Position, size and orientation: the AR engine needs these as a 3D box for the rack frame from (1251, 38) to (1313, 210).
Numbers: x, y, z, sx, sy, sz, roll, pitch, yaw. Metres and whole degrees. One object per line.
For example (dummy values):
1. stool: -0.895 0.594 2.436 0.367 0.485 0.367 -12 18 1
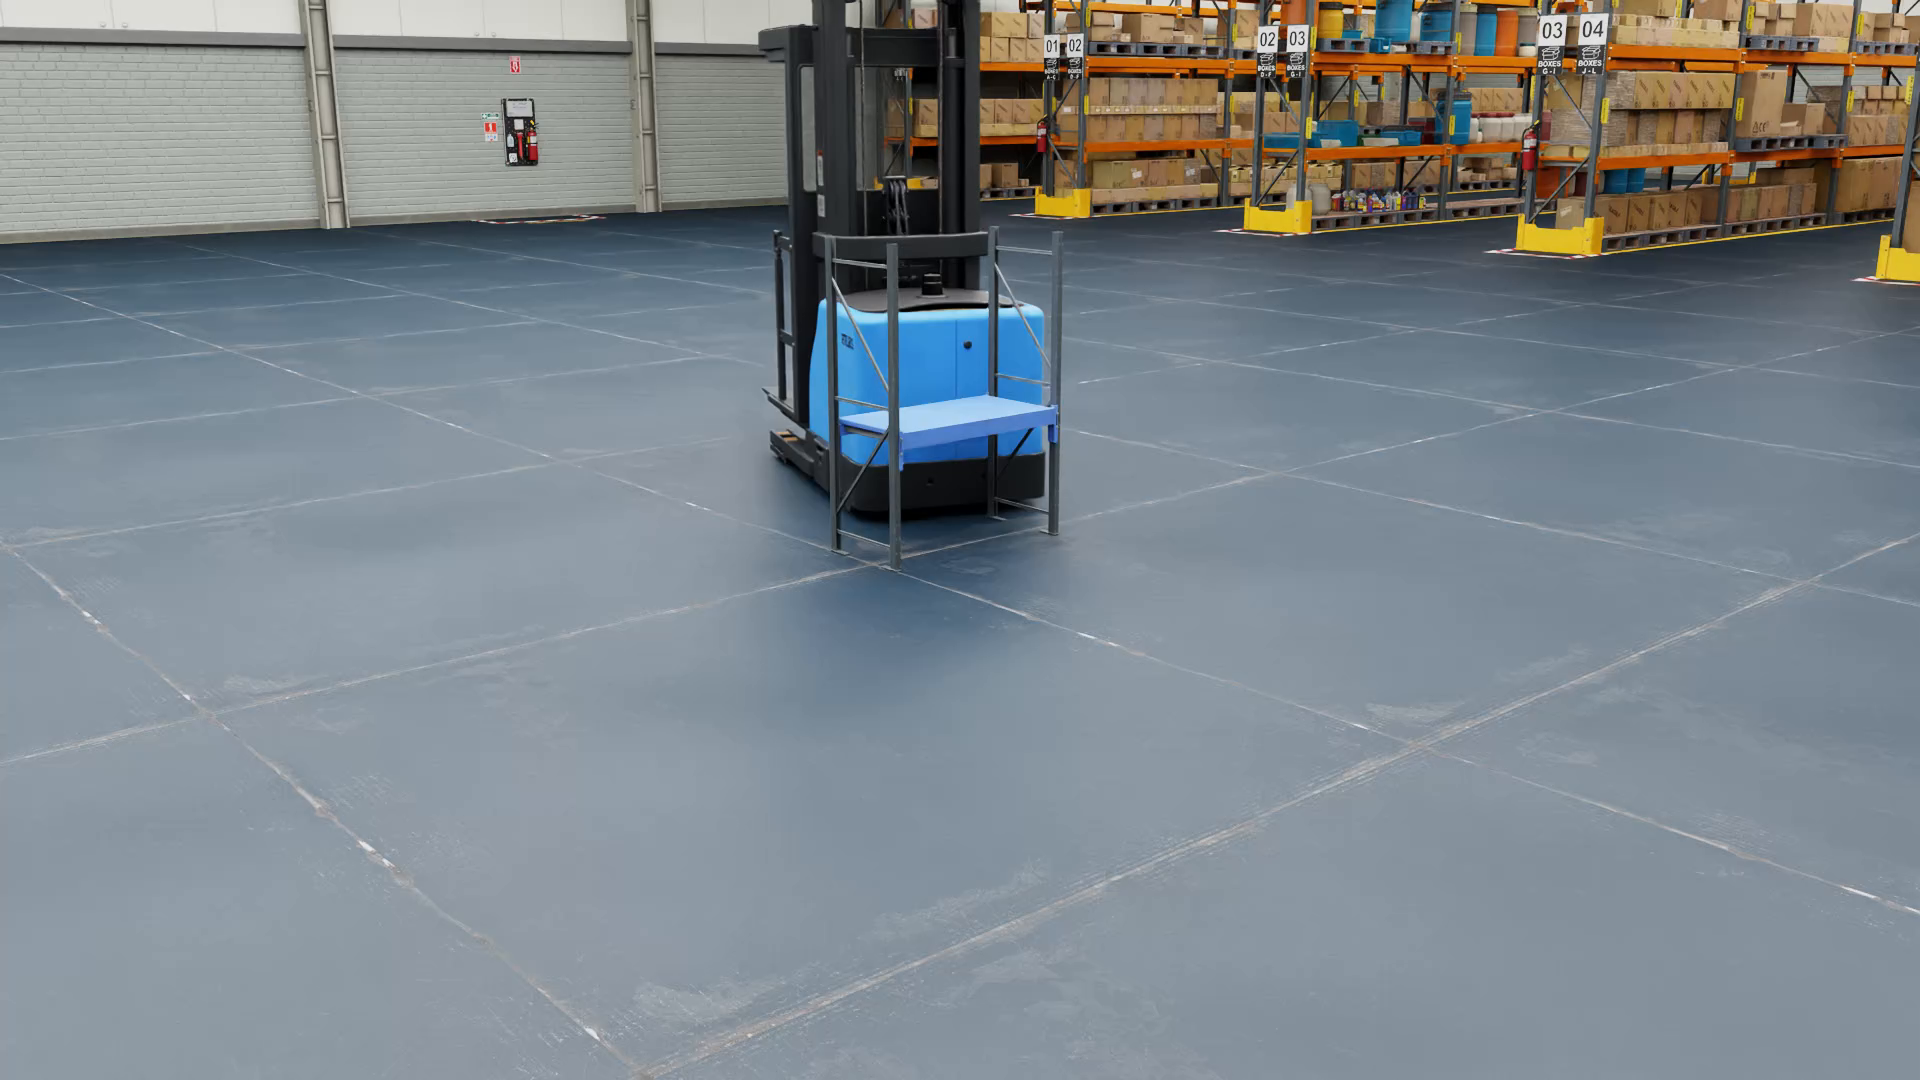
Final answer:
1. rack frame: 5.154 -6.486 26.719 0.127 3.000 1.000 -13 19 -39

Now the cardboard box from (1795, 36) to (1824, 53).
1. cardboard box: 13.497 -7.954 26.693 0.500 0.250 0.500 -12 19 -38

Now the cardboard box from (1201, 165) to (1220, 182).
1. cardboard box: 5.040 -7.398 33.562 0.500 0.311 0.500 -13 19 -39

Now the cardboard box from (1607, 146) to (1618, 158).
1. cardboard box: 8.978 -5.441 23.293 0.250 0.149 0.380 -13 19 -39

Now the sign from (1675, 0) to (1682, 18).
1. sign: 11.056 -8.196 25.543 0.005 0.325 0.100 -13 19 -39

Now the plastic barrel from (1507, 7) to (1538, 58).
1. plastic barrel: 10.427 -9.435 30.978 0.600 0.901 0.600 0 15 0

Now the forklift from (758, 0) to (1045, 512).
1. forklift: -0.516 -1.897 9.671 1.130 2.935 3.031 -5 16 -19

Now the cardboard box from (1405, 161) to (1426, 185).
1. cardboard box: 10.017 -8.182 37.060 0.500 0.500 0.500 -12 19 -39

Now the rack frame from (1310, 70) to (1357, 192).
1. rack frame: 7.940 -8.806 35.405 0.127 3.000 1.000 -13 19 -39

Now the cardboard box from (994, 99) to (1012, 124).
1. cardboard box: 0.755 -9.082 35.238 0.500 0.500 0.500 -13 20 -41

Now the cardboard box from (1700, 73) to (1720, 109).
1. cardboard box: 10.888 -6.659 24.661 0.500 0.500 0.500 -13 19 -39

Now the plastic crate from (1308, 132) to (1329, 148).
1. plastic crate: 5.829 -6.666 27.681 0.408 0.251 0.499 -13 19 -39

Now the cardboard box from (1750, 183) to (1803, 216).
1. cardboard box: 13.538 -5.668 27.647 0.700 0.500 0.500 14 20 42

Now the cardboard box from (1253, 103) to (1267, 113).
1. cardboard box: 7.142 -10.433 40.688 0.500 0.500 0.500 -12 19 -39

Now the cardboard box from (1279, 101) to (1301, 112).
1. cardboard box: 8.123 -10.681 41.843 0.700 0.700 0.980 -12 19 -39

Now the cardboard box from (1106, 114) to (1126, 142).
1. cardboard box: 2.659 -7.665 30.941 0.500 0.500 0.700 -12 19 -38

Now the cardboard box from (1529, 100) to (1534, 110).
1. cardboard box: 13.439 -10.478 39.533 0.500 0.500 0.500 -12 19 -38

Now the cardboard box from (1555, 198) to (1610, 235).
1. cardboard box: 8.887 -4.619 23.761 0.500 0.500 0.500 -9 17 -29

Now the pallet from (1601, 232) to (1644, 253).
1. pallet: 9.099 -4.318 24.006 1.213 0.211 1.003 -13 19 -39

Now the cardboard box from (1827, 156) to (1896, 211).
1. cardboard box: 15.652 -6.315 29.384 0.875 0.875 1.225 -13 19 -39

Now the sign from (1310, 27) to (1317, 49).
1. sign: 5.512 -7.831 25.927 0.005 0.325 0.100 -13 19 -39

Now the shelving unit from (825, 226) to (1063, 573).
1. shelving unit: -0.064 -0.710 8.002 1.048 1.500 0.538 -13 19 -39

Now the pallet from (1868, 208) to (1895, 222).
1. pallet: 16.004 -5.854 29.757 1.213 0.211 1.003 -13 19 -39

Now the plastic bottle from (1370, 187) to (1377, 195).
1. plastic bottle: 7.290 -6.040 29.331 0.185 0.351 0.144 -12 19 -38

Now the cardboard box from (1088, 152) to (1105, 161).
1. cardboard box: 2.932 -8.751 37.738 0.500 0.250 0.500 -13 20 -41

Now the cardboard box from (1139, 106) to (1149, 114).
1. cardboard box: 3.313 -8.056 31.145 0.250 0.149 0.380 -13 20 -40

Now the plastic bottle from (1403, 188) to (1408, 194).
1. plastic bottle: 7.780 -5.959 29.027 0.185 0.351 0.144 -13 19 -39

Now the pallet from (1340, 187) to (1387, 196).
1. pallet: 8.528 -7.578 36.210 1.213 0.211 1.003 -13 19 -39

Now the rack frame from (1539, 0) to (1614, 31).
1. rack frame: 8.405 -8.420 22.334 0.127 3.000 1.000 -13 19 -39

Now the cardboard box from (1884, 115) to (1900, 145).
1. cardboard box: 16.136 -7.214 29.251 0.500 0.500 0.500 -13 19 -39

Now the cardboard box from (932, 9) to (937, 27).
1. cardboard box: -0.488 -10.498 33.756 0.500 0.500 0.500 -13 20 -40

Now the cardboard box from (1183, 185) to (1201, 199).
1. cardboard box: 4.333 -6.799 32.405 0.500 0.250 0.500 -13 19 -39

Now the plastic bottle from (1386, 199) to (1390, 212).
1. plastic bottle: 7.290 -5.719 28.420 0.097 0.201 0.097 0 15 0

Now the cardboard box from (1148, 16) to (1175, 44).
1. cardboard box: 3.597 -9.643 31.443 0.637 0.503 0.797 -10 18 -33

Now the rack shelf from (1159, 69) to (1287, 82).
1. rack shelf: 6.194 -11.210 39.987 4.000 0.370 1.077 -13 19 -39

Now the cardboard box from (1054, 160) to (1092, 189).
1. cardboard box: 2.114 -6.836 31.092 0.500 0.500 0.500 -13 19 -39

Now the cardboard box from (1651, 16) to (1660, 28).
1. cardboard box: 9.572 -7.257 23.311 0.250 0.149 0.380 -13 20 -40

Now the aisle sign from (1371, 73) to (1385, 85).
1. aisle sign: 10.972 -12.335 43.578 0.004 0.787 0.394 -13 19 -39

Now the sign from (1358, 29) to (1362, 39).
1. sign: 8.298 -10.434 34.531 0.005 0.325 0.100 -13 19 -39

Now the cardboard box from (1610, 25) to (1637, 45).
1. cardboard box: 8.938 -6.930 22.858 0.500 0.250 0.500 -12 19 -38

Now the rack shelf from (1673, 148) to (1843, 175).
1. rack shelf: 12.931 -6.190 27.007 4.000 0.370 1.077 -13 19 -39

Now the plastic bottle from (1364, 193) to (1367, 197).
1. plastic bottle: 7.061 -5.938 29.101 0.097 0.271 0.097 0 15 0

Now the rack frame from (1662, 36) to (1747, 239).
1. rack frame: 11.423 -6.199 25.645 0.127 3.000 1.000 -13 19 -39

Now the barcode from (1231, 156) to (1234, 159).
1. barcode: 5.388 -7.559 32.868 0.075 0.075 0.001 -13 19 -39

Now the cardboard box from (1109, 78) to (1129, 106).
1. cardboard box: 2.699 -8.301 30.808 0.500 0.500 0.700 -13 20 -41

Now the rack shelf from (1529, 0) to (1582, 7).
1. rack shelf: 9.680 -9.860 29.894 4.000 0.370 1.077 -13 19 -39

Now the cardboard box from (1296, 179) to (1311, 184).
1. cardboard box: 6.936 -7.371 34.548 0.500 0.250 0.500 -12 19 -38

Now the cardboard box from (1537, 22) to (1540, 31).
1. cardboard box: 13.598 -12.052 39.612 0.500 0.500 0.700 -13 19 -39

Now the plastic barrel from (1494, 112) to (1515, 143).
1. plastic barrel: 9.917 -7.546 30.424 0.433 0.535 0.433 0 15 0

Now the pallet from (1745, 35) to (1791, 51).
1. pallet: 11.958 -7.641 25.596 1.003 0.211 1.213 -13 19 -39

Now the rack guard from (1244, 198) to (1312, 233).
1. rack guard: 5.180 -5.300 27.124 0.348 0.500 1.175 -13 19 -39

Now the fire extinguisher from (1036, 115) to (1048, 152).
1. fire extinguisher: 1.511 -7.484 30.605 0.183 0.674 0.296 -13 19 -39

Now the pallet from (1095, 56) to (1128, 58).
1. pallet: 2.984 -10.711 37.087 1.003 0.211 1.213 -13 19 -39
